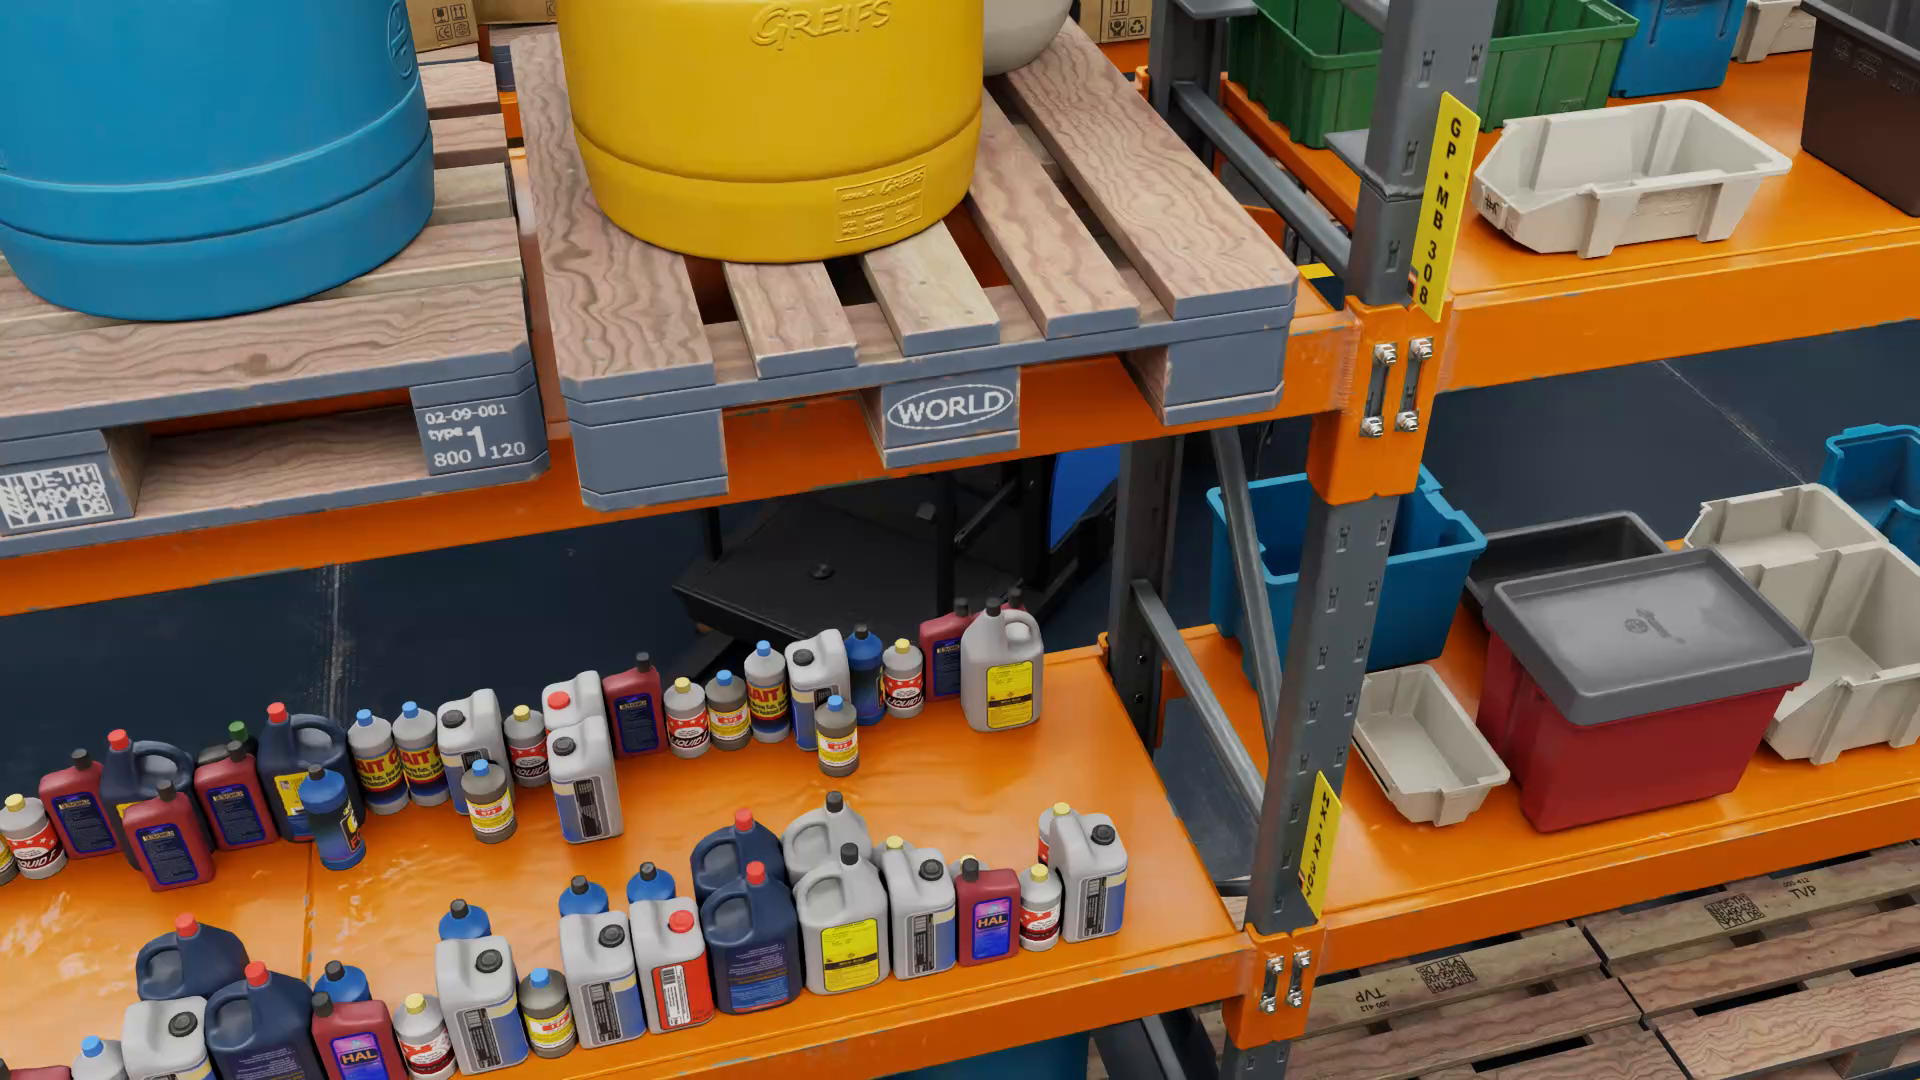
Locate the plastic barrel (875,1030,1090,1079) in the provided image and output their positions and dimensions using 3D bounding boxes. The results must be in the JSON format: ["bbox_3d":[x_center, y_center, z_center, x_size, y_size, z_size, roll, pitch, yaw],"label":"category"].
[{"bbox_3d":[0.034,1.132,4.183,0.708,0.901,0.600,-9,38,-12],"label":"plastic barrel"}]

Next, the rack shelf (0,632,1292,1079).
[{"bbox_3d":[-1.367,0.991,3.577,4.000,0.370,1.077,-9,38,-12],"label":"rack shelf"}]

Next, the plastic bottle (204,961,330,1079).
[{"bbox_3d":[-1.302,0.920,3.118,0.185,0.351,0.144,-9,38,-12],"label":"plastic bottle"}]

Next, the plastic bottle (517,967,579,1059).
[{"bbox_3d":[-0.807,0.913,3.251,0.097,0.201,0.097,0,37,0],"label":"plastic bottle"}]

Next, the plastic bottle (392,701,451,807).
[{"bbox_3d":[-1.220,0.476,3.765,0.097,0.271,0.097,0,37,0],"label":"plastic bottle"}]

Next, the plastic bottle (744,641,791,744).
[{"bbox_3d":[-0.455,0.350,3.929,0.097,0.271,0.097,0,37,0],"label":"plastic bottle"}]

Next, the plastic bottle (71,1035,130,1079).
[{"bbox_3d":[-1.562,1.009,3.068,0.097,0.271,0.097,0,37,0],"label":"plastic bottle"}]

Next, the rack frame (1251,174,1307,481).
[{"bbox_3d":[1.309,-1.182,6.567,0.015,2.100,0.400,12,39,16],"label":"rack frame"}]

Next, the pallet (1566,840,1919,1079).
[{"bbox_3d":[2.443,1.162,5.058,1.213,0.211,1.003,-9,38,-12],"label":"pallet"}]

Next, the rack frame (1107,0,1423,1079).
[{"bbox_3d":[0.563,0.389,3.773,0.127,3.000,1.000,-9,38,-12],"label":"rack frame"}]

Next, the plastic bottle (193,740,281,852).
[{"bbox_3d":[-1.592,0.559,3.647,0.133,0.283,0.061,-9,38,-12],"label":"plastic bottle"}]

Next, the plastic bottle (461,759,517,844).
[{"bbox_3d":[-1.050,0.571,3.698,0.097,0.201,0.097,0,37,0],"label":"plastic bottle"}]

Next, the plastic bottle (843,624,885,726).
[{"bbox_3d":[-0.231,0.313,3.977,0.097,0.271,0.097,0,37,0],"label":"plastic bottle"}]

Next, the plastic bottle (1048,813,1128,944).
[{"bbox_3d":[0.267,0.690,3.481,0.135,0.276,0.152,-9,38,-12],"label":"plastic bottle"}]

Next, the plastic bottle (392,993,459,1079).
[{"bbox_3d":[-1.031,0.950,3.203,0.097,0.201,0.097,0,37,0],"label":"plastic bottle"}]

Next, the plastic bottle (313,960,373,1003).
[{"bbox_3d":[-1.176,0.908,3.201,0.097,0.271,0.097,0,37,0],"label":"plastic bottle"}]

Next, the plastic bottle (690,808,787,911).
[{"bbox_3d":[-0.455,0.691,3.419,0.185,0.351,0.144,-9,38,-12],"label":"plastic bottle"}]

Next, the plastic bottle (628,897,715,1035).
[{"bbox_3d":[-0.572,0.828,3.301,0.135,0.276,0.152,-9,38,-12],"label":"plastic bottle"}]

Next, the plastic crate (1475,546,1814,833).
[{"bbox_3d":[1.491,0.345,3.728,0.583,0.464,0.402,-9,38,-12],"label":"plastic crate"}]

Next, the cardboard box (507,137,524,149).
[{"bbox_3d":[-2.220,-1.905,7.849,0.500,0.250,0.500,-9,38,-12],"label":"cardboard box"}]

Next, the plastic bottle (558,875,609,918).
[{"bbox_3d":[-0.753,0.781,3.366,0.097,0.271,0.097,0,37,0],"label":"plastic bottle"}]

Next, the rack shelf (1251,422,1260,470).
[{"bbox_3d":[1.080,-0.666,7.067,0.480,0.518,0.431,12,39,16],"label":"rack shelf"}]

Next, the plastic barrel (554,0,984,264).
[{"bbox_3d":[-0.265,-0.780,2.332,0.600,0.588,0.600,0,37,0],"label":"plastic barrel"}]

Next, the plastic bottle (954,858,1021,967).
[{"bbox_3d":[0.056,0.751,3.396,0.133,0.283,0.061,-9,38,-12],"label":"plastic bottle"}]

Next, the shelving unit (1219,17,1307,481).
[{"bbox_3d":[1.080,-1.233,6.633,0.503,2.100,0.431,12,39,16],"label":"shelving unit"}]

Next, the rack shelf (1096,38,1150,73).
[{"bbox_3d":[1.206,-2.548,8.205,4.000,0.370,1.077,-9,38,-12],"label":"rack shelf"}]

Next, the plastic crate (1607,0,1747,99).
[{"bbox_3d":[1.359,-1.068,3.346,0.300,0.233,0.416,-9,38,-12],"label":"plastic crate"}]

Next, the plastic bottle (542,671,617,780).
[{"bbox_3d":[-0.877,0.435,3.815,0.135,0.276,0.152,-9,38,-12],"label":"plastic bottle"}]

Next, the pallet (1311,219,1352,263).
[{"bbox_3d":[2.294,-1.904,9.066,1.213,0.211,1.003,-9,38,-12],"label":"pallet"}]

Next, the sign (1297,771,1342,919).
[{"bbox_3d":[0.705,0.602,3.267,0.005,0.325,0.100,-9,38,-12],"label":"sign"}]

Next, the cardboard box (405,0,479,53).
[{"bbox_3d":[-2.414,-2.408,7.001,0.500,0.500,0.700,-19,41,-23],"label":"cardboard box"}]

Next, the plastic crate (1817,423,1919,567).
[{"bbox_3d":[2.540,-0.100,4.500,0.300,0.233,0.416,-9,38,-12],"label":"plastic crate"}]

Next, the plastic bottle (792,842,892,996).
[{"bbox_3d":[-0.239,0.746,3.347,0.185,0.351,0.144,-9,38,-12],"label":"plastic bottle"}]

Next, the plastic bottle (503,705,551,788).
[{"bbox_3d":[-0.996,0.467,3.835,0.097,0.201,0.097,0,37,0],"label":"plastic bottle"}]

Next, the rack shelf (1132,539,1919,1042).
[{"bbox_3d":[2.494,0.358,4.406,4.000,0.370,1.077,-9,38,-12],"label":"rack shelf"}]

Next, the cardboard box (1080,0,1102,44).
[{"bbox_3d":[0.332,-2.561,7.547,0.500,0.500,0.500,-9,38,-11],"label":"cardboard box"}]

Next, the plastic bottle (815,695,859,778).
[{"bbox_3d":[-0.286,0.446,3.862,0.097,0.201,0.097,0,37,0],"label":"plastic bottle"}]

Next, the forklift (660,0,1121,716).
[{"bbox_3d":[-0.337,-0.801,5.384,1.130,2.935,3.031,20,42,24],"label":"forklift"}]

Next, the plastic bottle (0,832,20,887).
[{"bbox_3d":[-2.116,0.650,3.594,0.097,0.201,0.097,0,37,0],"label":"plastic bottle"}]

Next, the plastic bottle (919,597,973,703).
[{"bbox_3d":[-0.031,0.264,4.032,0.133,0.283,0.061,-9,38,-12],"label":"plastic bottle"}]

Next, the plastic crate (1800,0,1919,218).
[{"bbox_3d":[1.834,-0.787,2.948,0.590,0.269,0.497,-9,38,-12],"label":"plastic crate"}]

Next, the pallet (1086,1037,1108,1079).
[{"bbox_3d":[-0.192,1.594,4.492,1.213,0.211,1.003,-9,38,-12],"label":"pallet"}]

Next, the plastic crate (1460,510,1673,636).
[{"bbox_3d":[1.574,0.139,4.276,0.590,0.125,0.437,-9,38,-12],"label":"plastic crate"}]

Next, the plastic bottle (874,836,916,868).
[{"bbox_3d":[-0.136,0.707,3.520,0.097,0.201,0.097,0,37,0],"label":"plastic bottle"}]

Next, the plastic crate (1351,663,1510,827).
[{"bbox_3d":[1.050,0.480,3.822,0.243,0.136,0.396,-9,38,-12],"label":"plastic crate"}]

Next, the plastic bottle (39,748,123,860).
[{"bbox_3d":[-1.916,0.573,3.628,0.133,0.283,0.061,-9,38,-12],"label":"plastic bottle"}]

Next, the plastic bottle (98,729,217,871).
[{"bbox_3d":[-1.751,0.546,3.608,0.185,0.351,0.144,-9,38,-12],"label":"plastic bottle"}]

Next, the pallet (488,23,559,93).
[{"bbox_3d":[-1.524,-2.378,7.548,1.213,0.211,1.003,-9,38,-12],"label":"pallet"}]

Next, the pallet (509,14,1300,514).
[{"bbox_3d":[-0.168,-0.546,2.682,1.003,0.211,1.213,-9,38,-12],"label":"pallet"}]

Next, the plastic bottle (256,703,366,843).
[{"bbox_3d":[-1.444,0.496,3.674,0.185,0.351,0.144,-9,38,-12],"label":"plastic bottle"}]

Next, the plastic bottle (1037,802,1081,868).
[{"bbox_3d":[0.217,0.650,3.596,0.097,0.201,0.097,0,37,0],"label":"plastic bottle"}]

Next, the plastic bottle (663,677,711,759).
[{"bbox_3d":[-0.643,0.409,3.910,0.097,0.201,0.097,0,37,0],"label":"plastic bottle"}]
